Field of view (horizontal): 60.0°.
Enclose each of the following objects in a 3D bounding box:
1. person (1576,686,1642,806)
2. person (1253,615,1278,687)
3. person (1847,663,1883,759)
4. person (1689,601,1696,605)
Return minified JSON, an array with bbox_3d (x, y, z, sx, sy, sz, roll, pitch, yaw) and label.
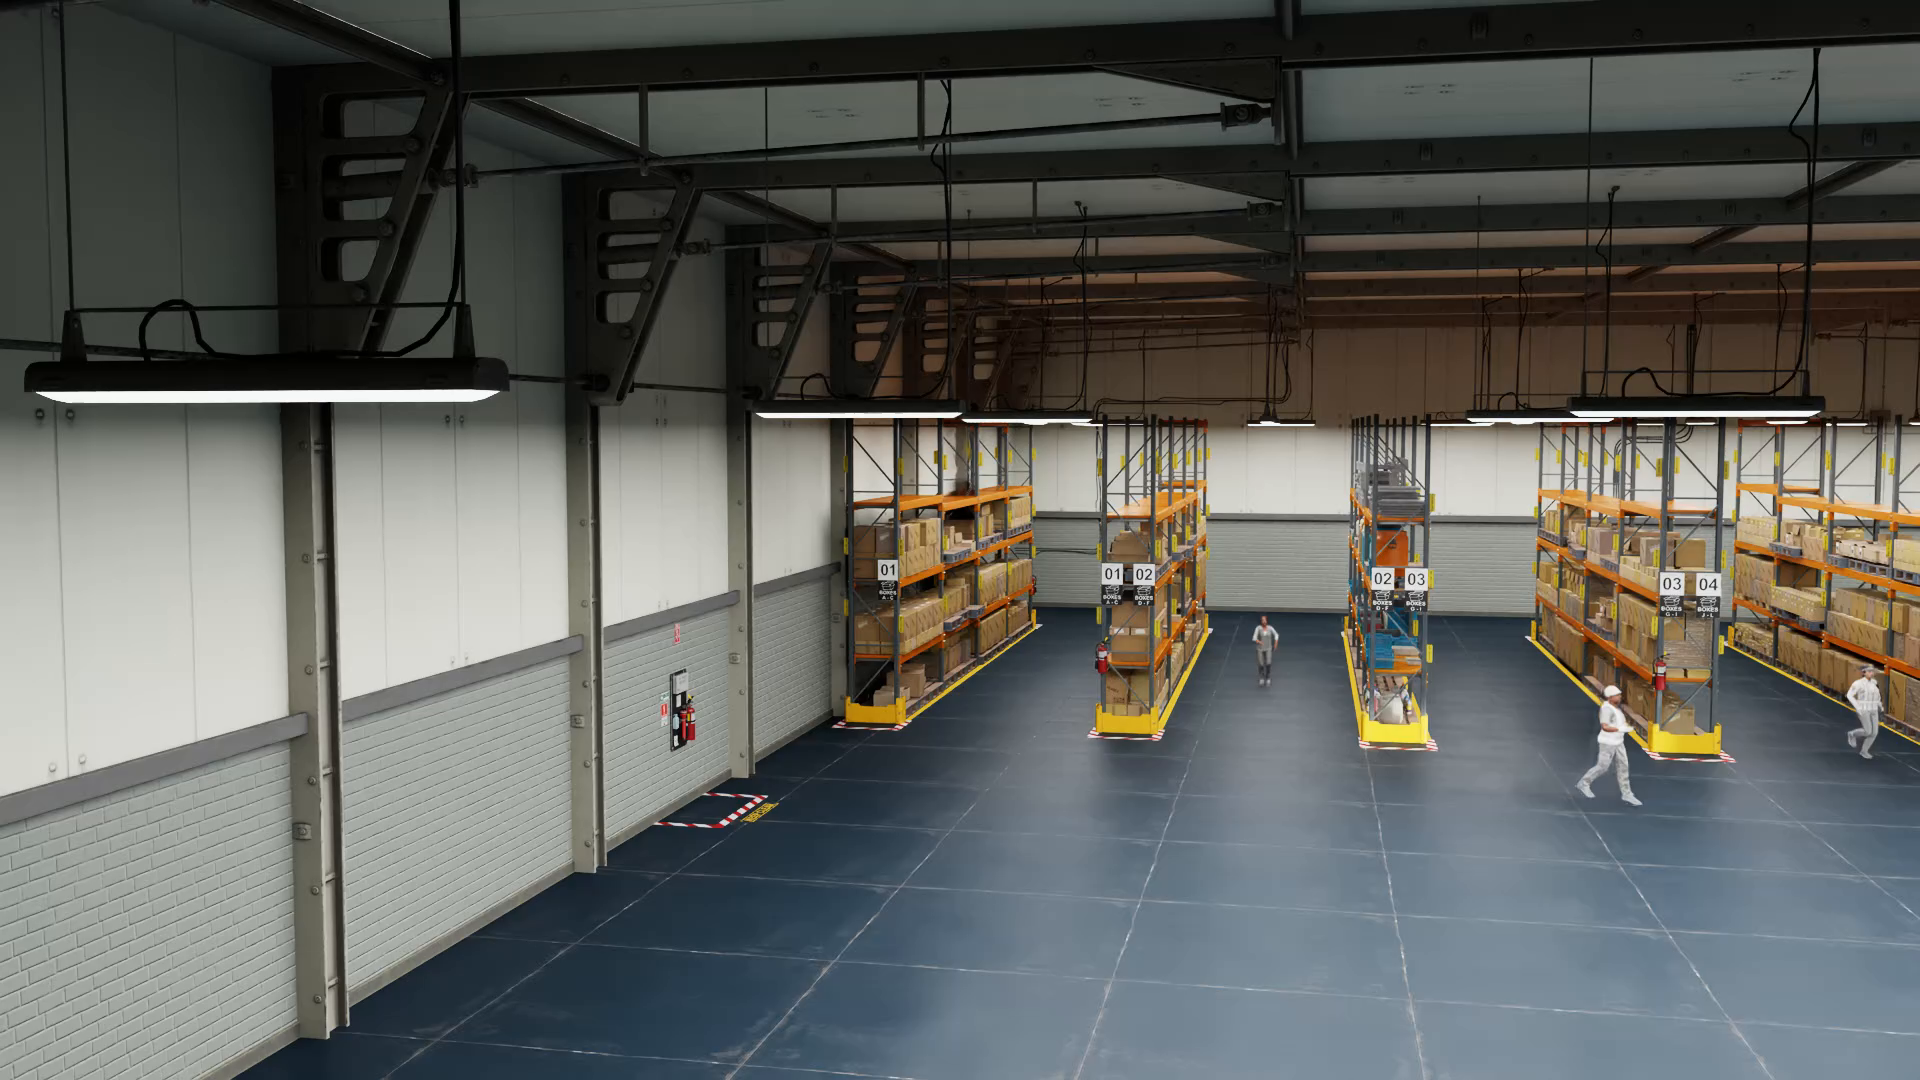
[{"bbox_3d":[9.908,3.116,25.367,0.949,1.803,0.665,3,5,41],"label":"person"},{"bbox_3d":[6.783,2.474,36.948,0.567,1.604,0.650,0,4,7],"label":"person"},{"bbox_3d":[15.836,2.971,29.080,0.619,1.657,0.551,-1,4,-11],"label":"person"},{"bbox_3d":[19.127,1.916,43.961,0.713,1.753,0.760,3,5,35],"label":"person"}]
